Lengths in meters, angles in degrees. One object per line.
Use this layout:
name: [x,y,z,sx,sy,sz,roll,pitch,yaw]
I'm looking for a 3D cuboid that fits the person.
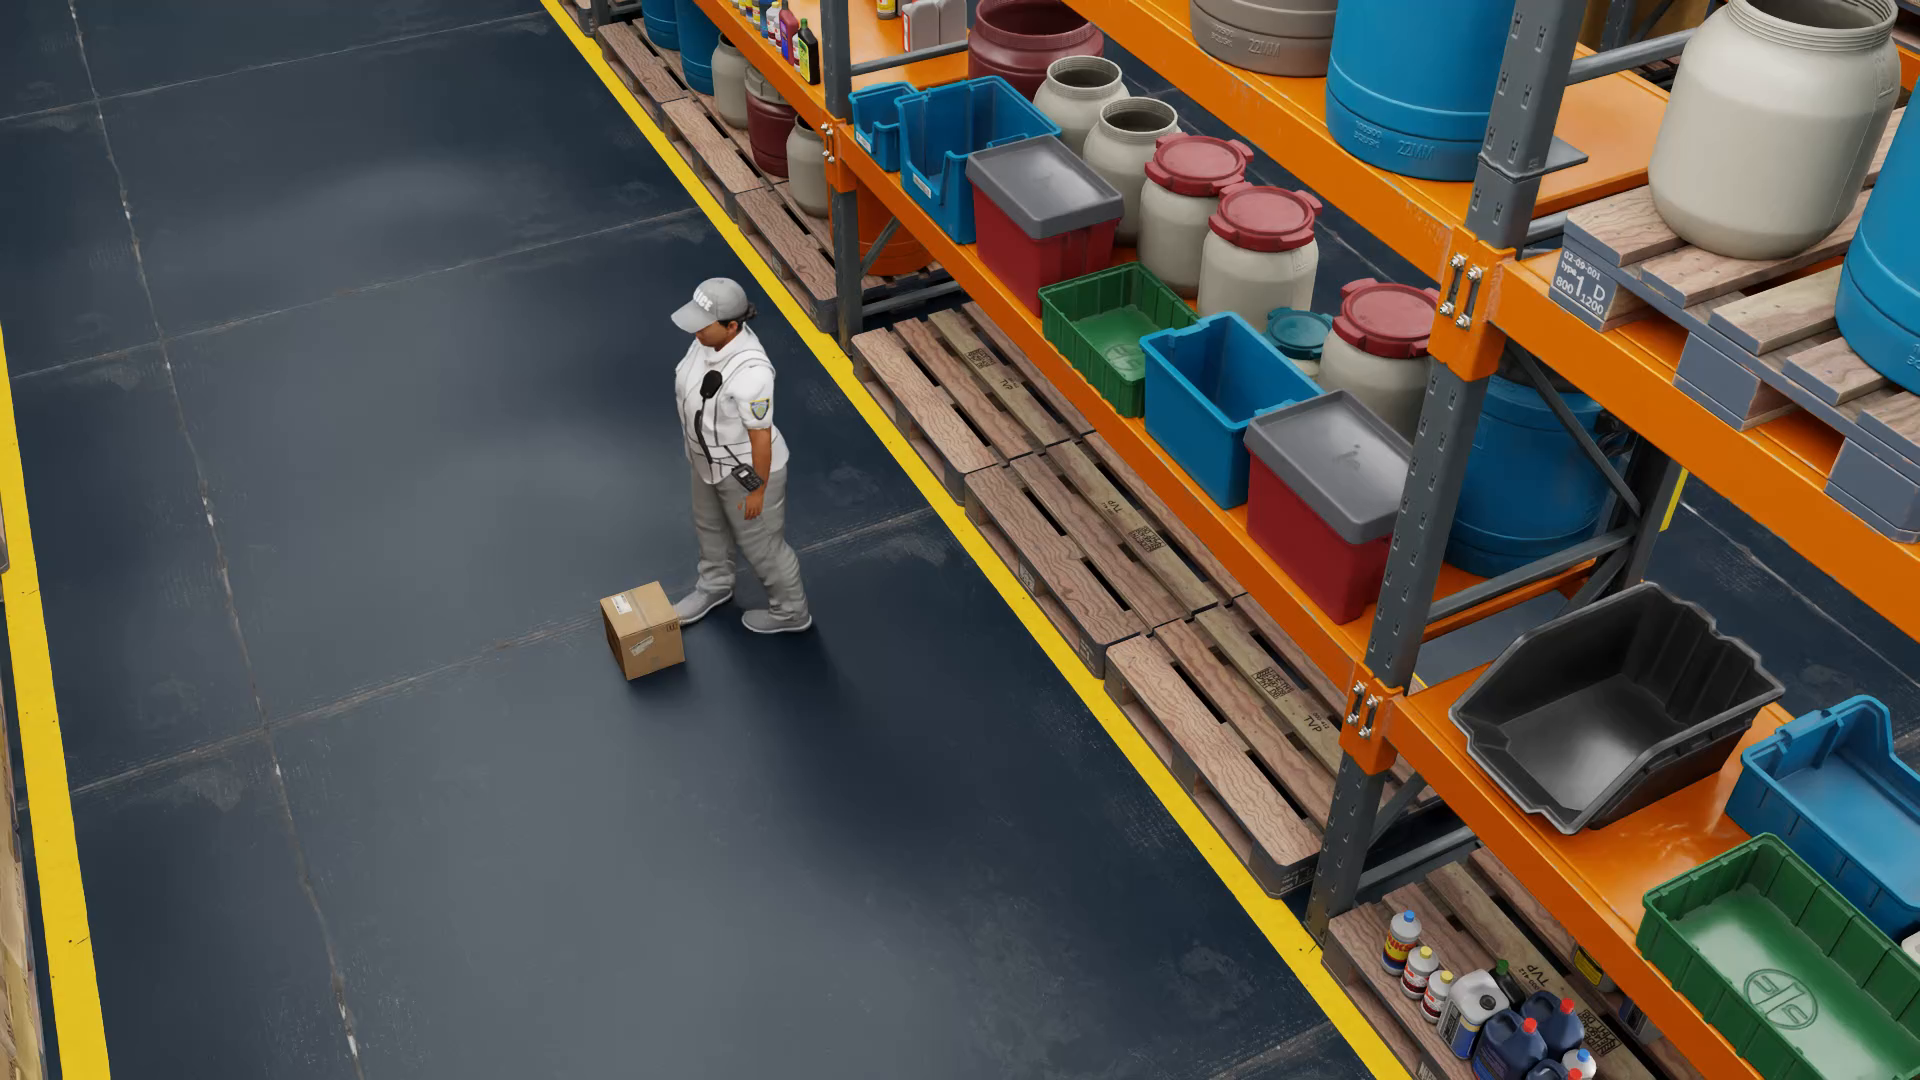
person: [-0.937,-0.283,6.484,0.513,1.672,0.481,-20,45,-21]
